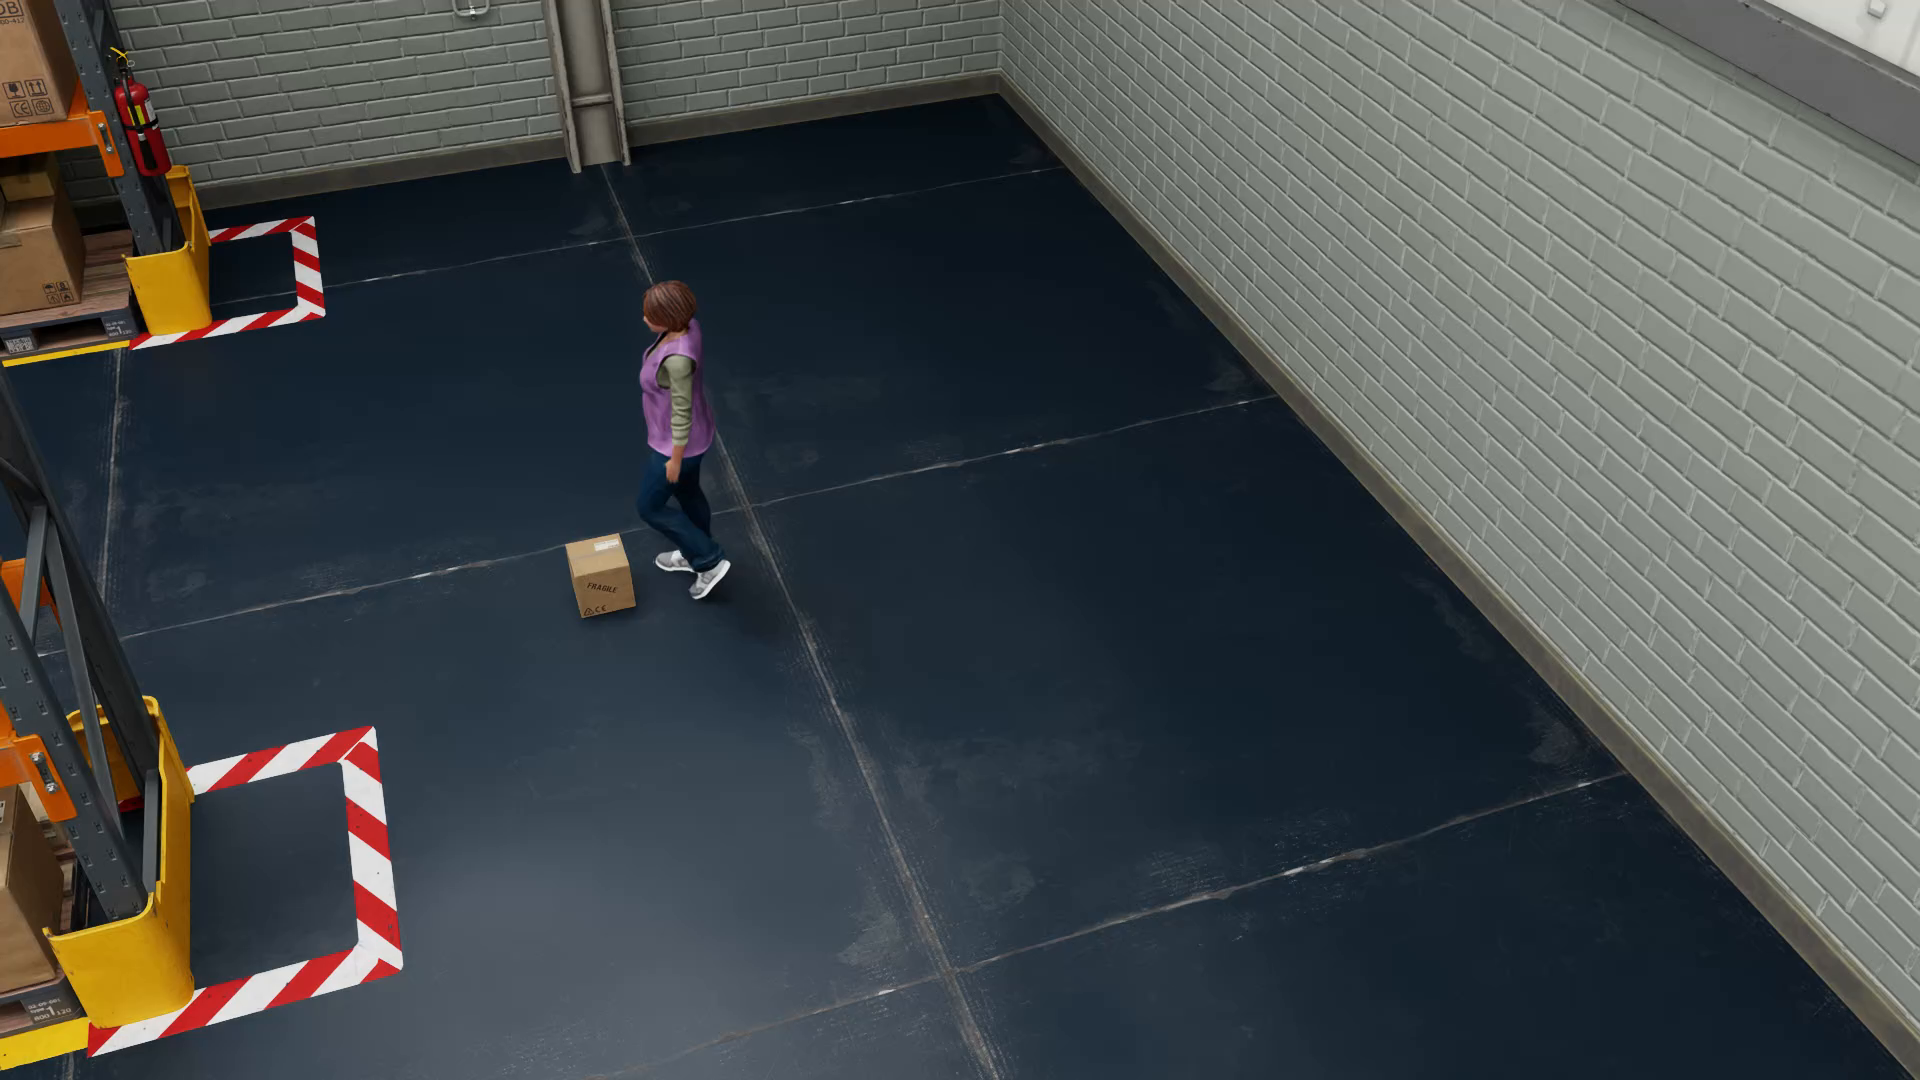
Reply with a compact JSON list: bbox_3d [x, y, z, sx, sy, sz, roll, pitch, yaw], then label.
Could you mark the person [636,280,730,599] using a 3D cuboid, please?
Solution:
[{"bbox_3d":[-1.251,-0.447,7.364,0.401,1.593,0.452,1,38,1],"label":"person"}]
